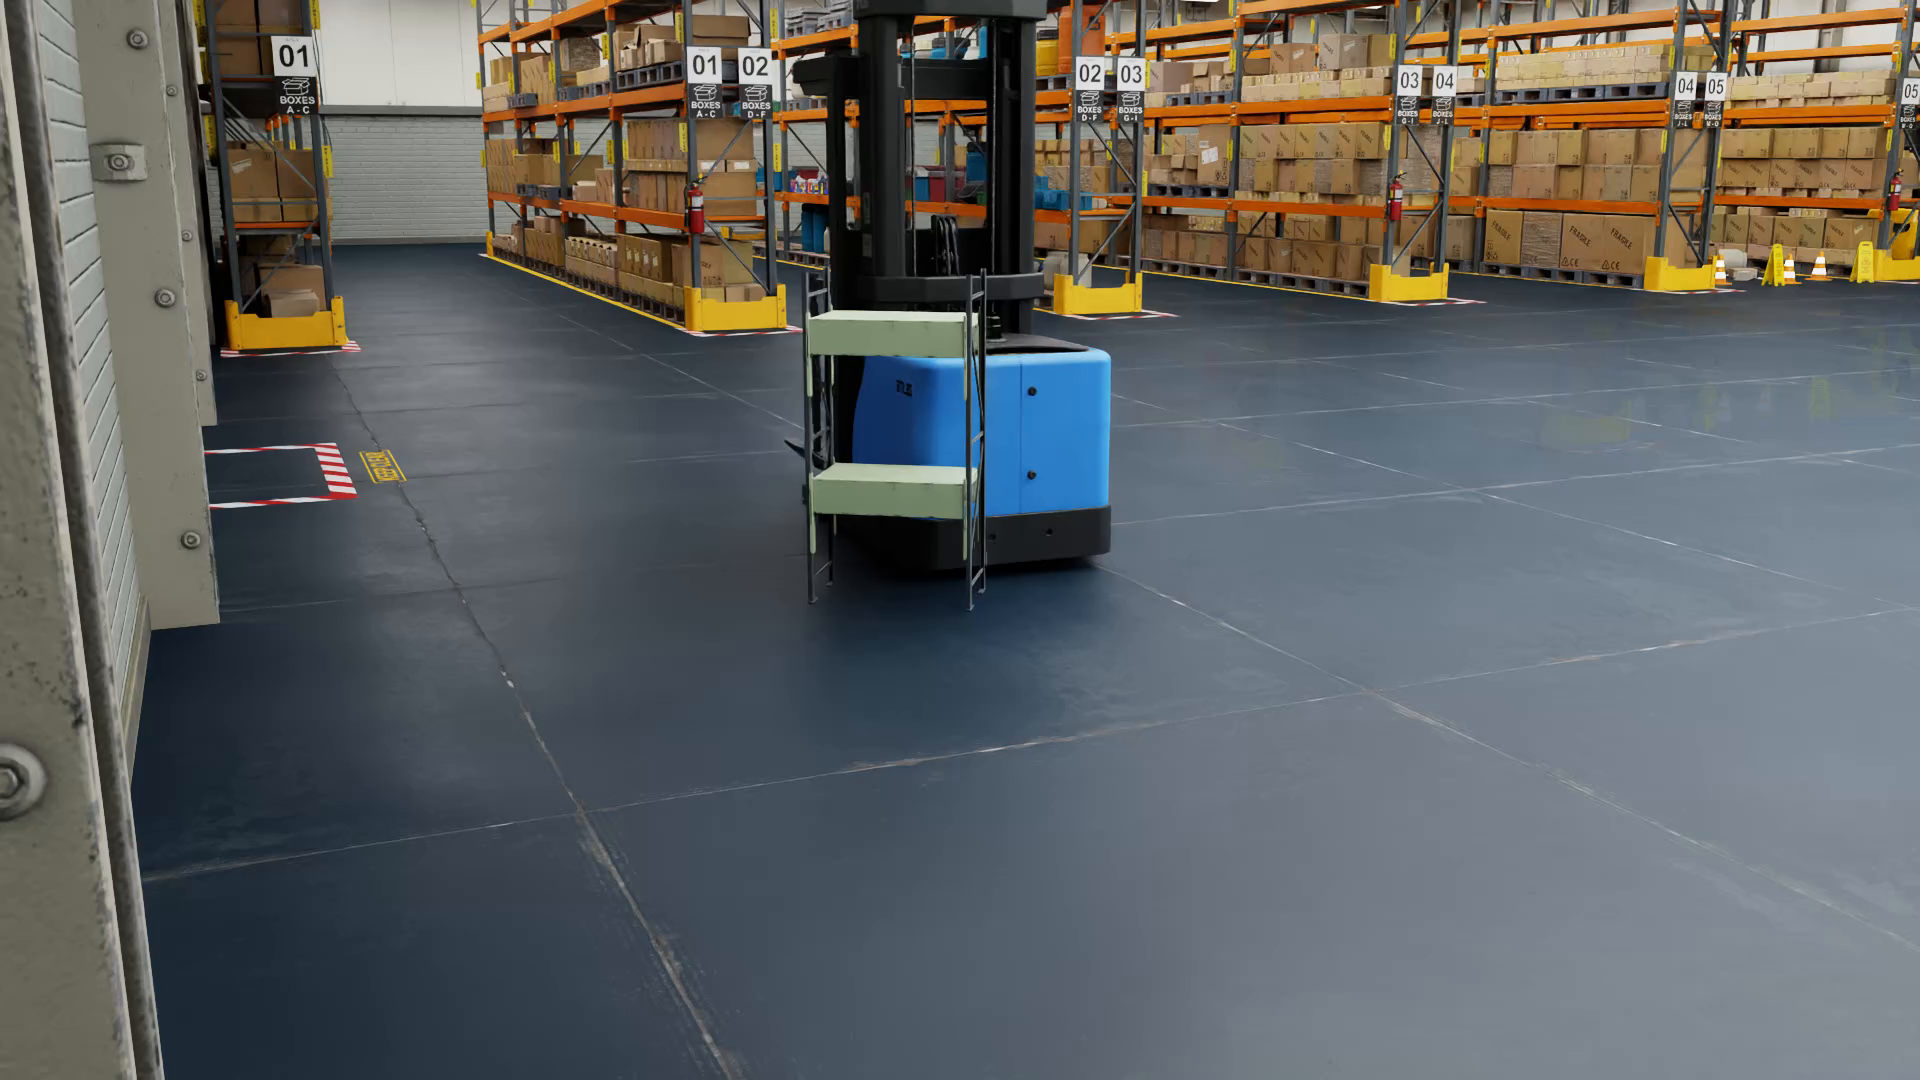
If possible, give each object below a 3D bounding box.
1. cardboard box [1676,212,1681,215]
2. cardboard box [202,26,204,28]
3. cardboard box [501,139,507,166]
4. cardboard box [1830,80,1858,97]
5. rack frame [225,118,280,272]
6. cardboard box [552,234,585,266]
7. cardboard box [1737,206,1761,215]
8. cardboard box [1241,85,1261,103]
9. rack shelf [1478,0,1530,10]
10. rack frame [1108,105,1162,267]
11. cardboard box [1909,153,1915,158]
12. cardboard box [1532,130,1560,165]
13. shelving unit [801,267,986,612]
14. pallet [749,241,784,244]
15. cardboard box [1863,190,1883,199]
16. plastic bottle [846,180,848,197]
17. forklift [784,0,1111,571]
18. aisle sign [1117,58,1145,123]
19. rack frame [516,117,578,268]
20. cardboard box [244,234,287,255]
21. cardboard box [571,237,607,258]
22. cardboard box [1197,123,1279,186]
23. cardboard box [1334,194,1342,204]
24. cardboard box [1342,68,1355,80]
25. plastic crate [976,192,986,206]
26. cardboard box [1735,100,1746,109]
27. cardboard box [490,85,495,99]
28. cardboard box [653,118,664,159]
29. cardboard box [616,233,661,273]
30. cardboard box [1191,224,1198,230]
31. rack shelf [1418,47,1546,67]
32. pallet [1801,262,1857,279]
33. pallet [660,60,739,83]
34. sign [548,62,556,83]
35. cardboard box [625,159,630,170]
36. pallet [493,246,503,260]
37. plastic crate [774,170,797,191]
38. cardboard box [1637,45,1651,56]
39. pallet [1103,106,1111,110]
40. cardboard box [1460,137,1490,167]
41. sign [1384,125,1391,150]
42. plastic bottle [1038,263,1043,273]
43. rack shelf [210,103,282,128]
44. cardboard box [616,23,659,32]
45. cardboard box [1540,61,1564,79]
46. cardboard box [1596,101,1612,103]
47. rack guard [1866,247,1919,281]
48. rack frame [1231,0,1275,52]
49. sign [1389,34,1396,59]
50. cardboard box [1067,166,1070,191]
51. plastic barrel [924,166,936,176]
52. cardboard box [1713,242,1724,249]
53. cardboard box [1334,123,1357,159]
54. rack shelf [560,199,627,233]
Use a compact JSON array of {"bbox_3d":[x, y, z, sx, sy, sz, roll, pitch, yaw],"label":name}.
[{"bbox_3d":[16.203,-7.369,37.233,0.380,0.149,0.250,-6,14,-25],"label":"cardboard box"},{"bbox_3d":[-7.843,-5.720,17.798,0.500,0.500,0.500,-5,14,-19],"label":"cardboard box"},{"bbox_3d":[-8.321,-7.290,31.278,0.500,0.500,0.500,-6,14,-23],"label":"cardboard box"},{"bbox_3d":[14.854,-7.493,27.615,0.500,0.250,0.500,-6,14,-24],"label":"cardboard box"},{"bbox_3d":[-12.009,-6.016,28.209,1.000,3.000,0.127,-6,14,-23],"label":"rack frame"},{"bbox_3d":[-6.459,-4.806,27.550,0.500,0.500,0.500,-5,14,-21],"label":"cardboard box"},{"bbox_3d":[14.083,-5.863,29.614,0.380,0.149,0.250,-5,14,-21],"label":"cardboard box"},{"bbox_3d":[4.757,-6.977,26.044,0.500,0.250,0.500,-6,14,-25],"label":"cardboard box"},{"bbox_3d":[14.432,-13.307,40.631,1.077,0.370,4.000,-6,14,-23],"label":"rack shelf"},{"bbox_3d":[3.209,-6.531,30.437,1.000,3.000,0.127,-6,14,-23],"label":"rack frame"},{"bbox_3d":[18.497,-7.422,31.965,0.380,0.149,0.250,-5,14,-22],"label":"cardboard box"},{"bbox_3d":[9.930,-6.425,27.250,0.875,0.550,0.550,-6,14,-23],"label":"cardboard box"},{"bbox_3d":[-0.288,-0.468,7.568,0.755,1.500,0.431,2,13,10],"label":"shelving unit"},{"bbox_3d":[-4.239,-6.204,35.209,1.003,0.211,1.213,-6,14,-23],"label":"pallet"},{"bbox_3d":[15.148,-5.709,27.442,0.380,0.149,0.250,-5,14,-21],"label":"cardboard box"},{"bbox_3d":[-1.975,-6.120,28.918,0.061,0.283,0.133,-6,14,-23],"label":"plastic bottle"},{"bbox_3d":[-0.258,-1.567,9.141,1.130,2.935,3.031,-5,14,-21],"label":"forklift"},{"bbox_3d":[2.172,-5.709,21.120,0.394,0.787,0.004,-6,14,-23],"label":"aisle sign"},{"bbox_3d":[-7.472,-6.464,30.145,1.000,3.000,0.127,-6,14,-23],"label":"rack frame"},{"bbox_3d":[-9.294,-3.966,22.258,0.500,0.250,0.500,-6,14,-24],"label":"cardboard box"},{"bbox_3d":[-5.711,-4.533,25.726,0.500,0.311,0.500,-6,14,-24],"label":"cardboard box"},{"bbox_3d":[4.621,-6.379,27.516,1.000,1.000,1.000,-6,14,-23],"label":"cardboard box"},{"bbox_3d":[5.715,-5.004,24.393,0.380,0.149,0.250,-6,14,-23],"label":"cardboard box"},{"bbox_3d":[5.687,-6.651,23.750,0.380,0.149,0.250,-6,14,-23],"label":"cardboard box"},{"bbox_3d":[0.558,-4.848,23.636,0.450,0.188,0.662,-6,14,-23],"label":"plastic crate"},{"bbox_3d":[14.046,-7.752,29.617,0.380,0.149,0.250,-6,14,-23],"label":"cardboard box"},{"bbox_3d":[-8.707,-8.586,31.885,0.500,0.250,0.500,-6,14,-23],"label":"cardboard box"},{"bbox_3d":[-3.481,-5.090,21.109,0.700,0.500,0.500,-6,14,-23],"label":"cardboard box"},{"bbox_3d":[-4.368,-3.917,22.646,0.500,0.500,0.500,-6,14,-23],"label":"cardboard box"},{"bbox_3d":[5.400,-7.002,37.202,0.380,0.149,0.250,-5,14,-22],"label":"cardboard box"},{"bbox_3d":[11.488,-10.217,35.540,1.077,0.370,4.000,-6,14,-23],"label":"rack shelf"},{"bbox_3d":[15.170,-4.602,28.285,1.003,0.211,1.213,-6,14,-23],"label":"pallet"},{"bbox_3d":[-2.924,-5.551,19.746,1.003,0.211,1.213,-6,14,-23],"label":"pallet"},{"bbox_3d":[-6.368,-7.302,25.968,0.100,0.325,0.005,-6,14,-23],"label":"sign"},{"bbox_3d":[-4.337,-5.103,22.604,0.380,0.149,0.250,-6,14,-23],"label":"cardboard box"},{"bbox_3d":[-8.723,-5.751,33.251,1.003,0.211,1.213,-6,14,-23],"label":"pallet"},{"bbox_3d":[-3.431,-6.997,32.354,0.392,0.384,0.575,-6,14,-23],"label":"plastic crate"},{"bbox_3d":[10.454,-7.377,25.075,0.380,0.149,0.250,-6,14,-23],"label":"cardboard box"},{"bbox_3d":[2.902,-8.029,30.675,1.213,0.211,1.003,-5,14,-20],"label":"pallet"},{"bbox_3d":[9.192,-6.770,29.029,0.700,0.500,0.500,-6,14,-24],"label":"cardboard box"},{"bbox_3d":[5.897,-5.551,22.931,0.100,0.325,0.005,-6,14,-23],"label":"sign"},{"bbox_3d":[1.176,-3.852,23.937,0.097,0.271,0.097,0,13,0],"label":"plastic bottle"},{"bbox_3d":[-11.208,-6.713,26.166,1.077,0.370,4.000,-6,14,-23],"label":"rack shelf"},{"bbox_3d":[-4.478,-6.900,23.117,0.500,0.500,0.500,-5,14,-22],"label":"cardboard box"},{"bbox_3d":[9.742,-7.584,26.853,0.500,0.250,0.500,-6,14,-24],"label":"cardboard box"},{"bbox_3d":[12.926,-8.626,32.605,0.797,0.503,0.637,-6,14,-23],"label":"cardboard box"},{"bbox_3d":[15.463,-4.572,27.513,1.175,0.500,0.348,-6,14,-23],"label":"rack guard"},{"bbox_3d":[6.192,-10.708,35.177,1.000,3.000,0.127,-6,14,-23],"label":"rack frame"},{"bbox_3d":[5.897,-6.725,22.659,0.100,0.325,0.005,-6,14,-23],"label":"sign"},{"bbox_3d":[2.379,-6.870,31.680,0.500,0.500,0.500,-6,14,-25],"label":"cardboard box"},{"bbox_3d":[-0.377,-5.782,26.899,0.433,0.535,0.433,0,13,0],"label":"plastic barrel"},{"bbox_3d":[13.880,-5.319,30.365,0.500,0.250,0.500,-6,14,-26],"label":"cardboard box"},{"bbox_3d":[5.761,-5.753,23.977,0.500,0.500,0.500,-6,14,-23],"label":"cardboard box"},{"bbox_3d":[-5.068,-4.874,24.871,1.077,0.370,4.000,-6,14,-23],"label":"rack shelf"}]
